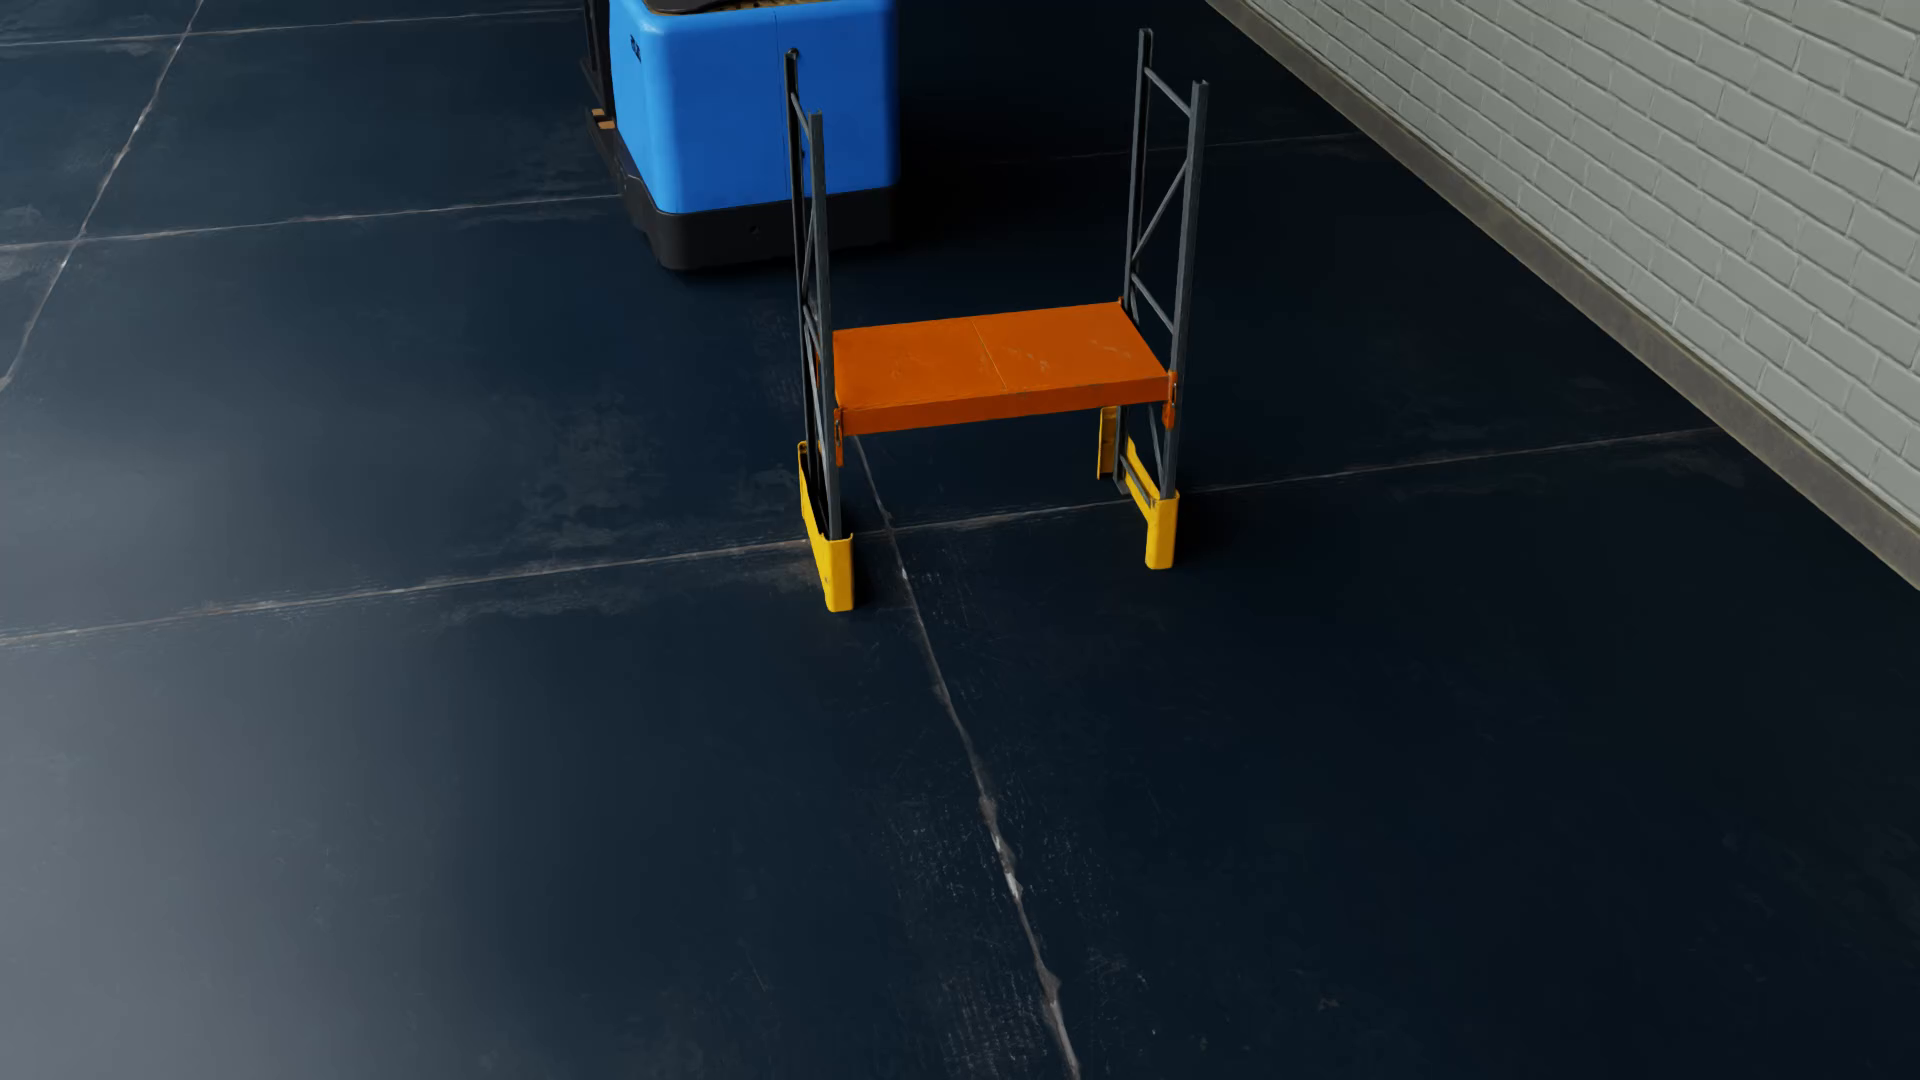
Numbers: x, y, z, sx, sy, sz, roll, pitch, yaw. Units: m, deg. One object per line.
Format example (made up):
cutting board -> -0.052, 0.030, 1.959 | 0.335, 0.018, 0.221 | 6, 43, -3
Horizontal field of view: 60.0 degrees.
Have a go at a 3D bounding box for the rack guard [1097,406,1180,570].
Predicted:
rack guard -> 0.560, -0.174, 5.286 | 0.087, 0.250, 0.587 | -7, 35, -11

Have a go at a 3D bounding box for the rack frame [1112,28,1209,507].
rack frame -> 0.579, -0.696, 4.941 | 0.032, 1.500, 0.500 | -7, 35, -11

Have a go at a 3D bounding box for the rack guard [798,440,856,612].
rack guard -> -0.411, -0.052, 5.103 | 0.087, 0.250, 0.587 | -7, 35, -11

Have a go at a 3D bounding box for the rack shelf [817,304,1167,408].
rack shelf -> 0.083, -0.539, 4.911 | 0.952, 0.026, 0.459 | -7, 35, -11

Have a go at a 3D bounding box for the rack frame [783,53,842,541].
rack frame -> -0.413, -0.571, 4.755 | 0.032, 1.500, 0.500 | -7, 35, -11

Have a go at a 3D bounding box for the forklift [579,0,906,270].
forklift -> -16.116, -3.075, 7.202 | 29.374, 2.935, 12.671 | -11, 35, -16

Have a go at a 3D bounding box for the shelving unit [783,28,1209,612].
shelving unit -> 0.074, -0.632, 4.846 | 1.083, 1.500, 0.587 | -7, 35, -11
